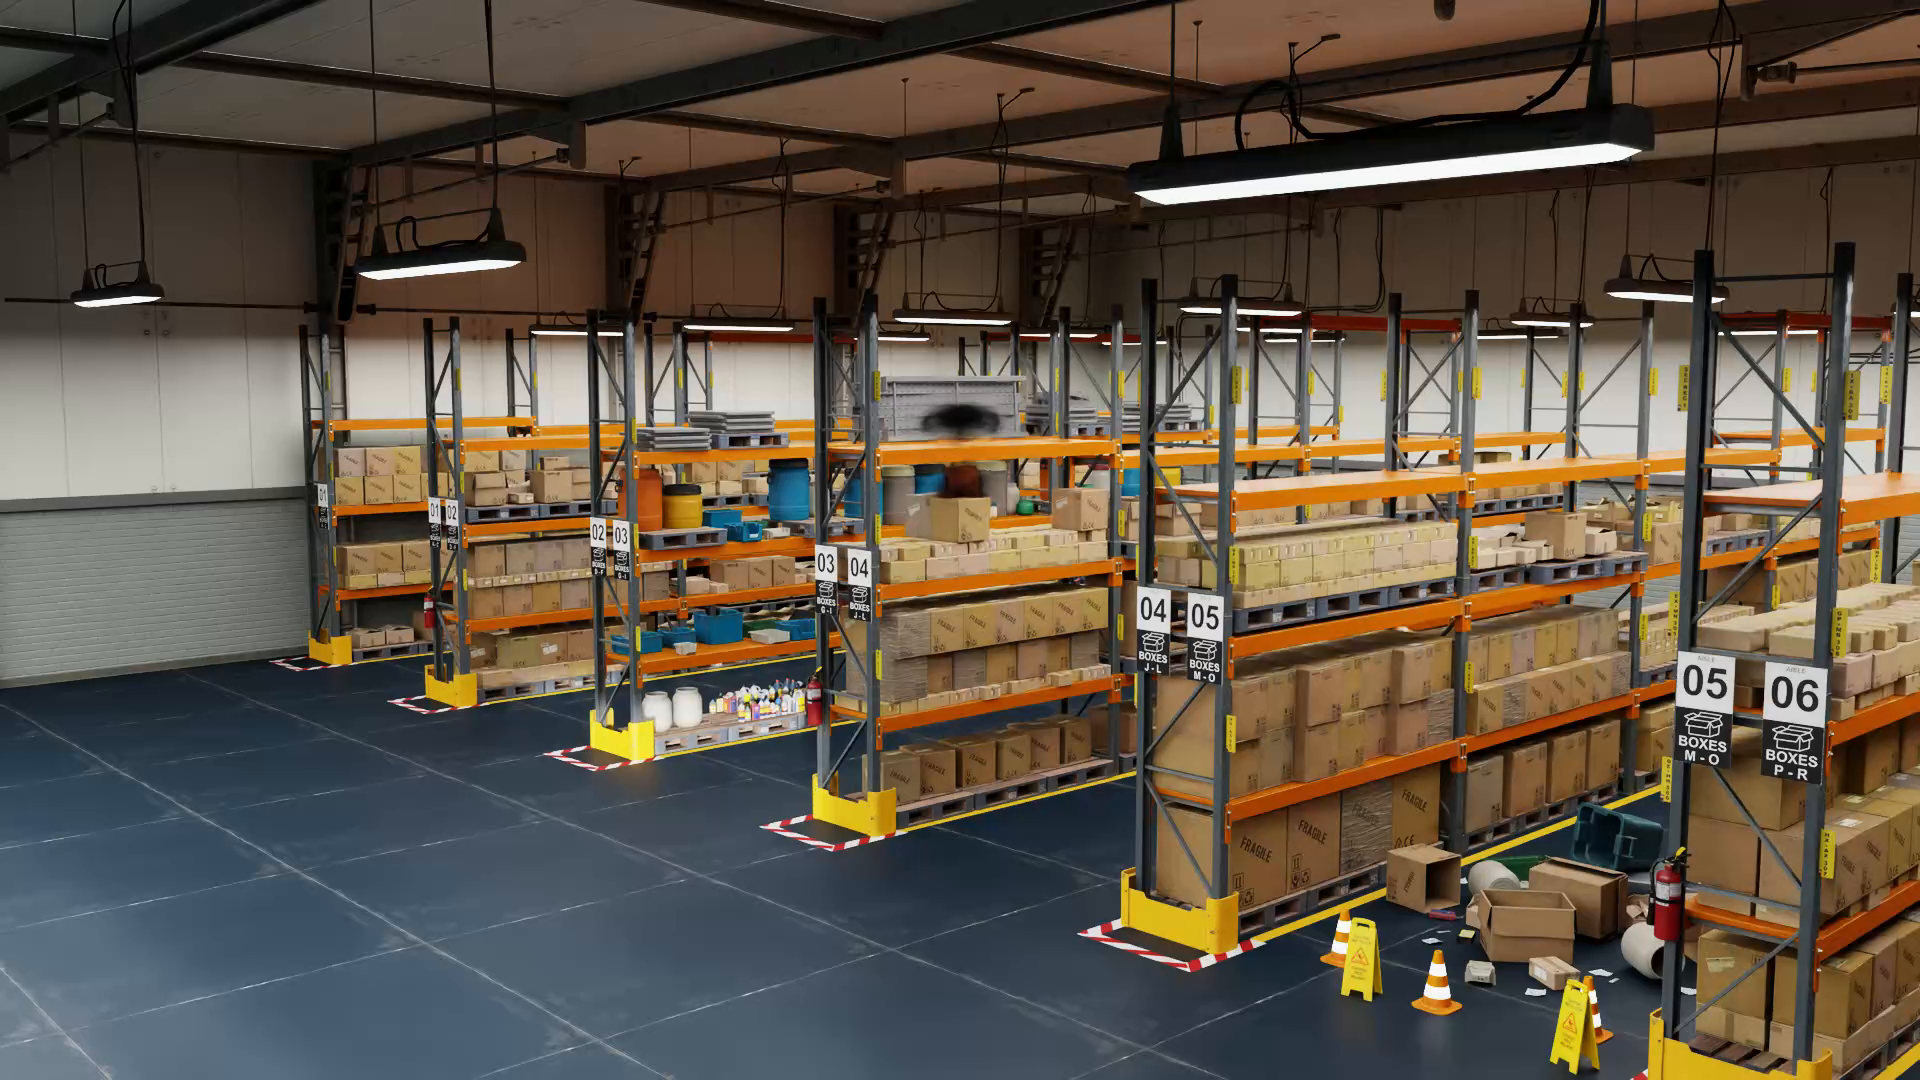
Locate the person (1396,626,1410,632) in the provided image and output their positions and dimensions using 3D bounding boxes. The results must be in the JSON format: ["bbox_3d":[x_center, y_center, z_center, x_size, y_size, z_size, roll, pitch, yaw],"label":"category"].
[{"bbox_3d":[5.868,2.041,22.303,0.673,1.789,0.725,4,7,36],"label":"person"}]

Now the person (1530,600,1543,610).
[{"bbox_3d":[9.009,1.699,25.922,0.675,1.735,0.676,4,7,36],"label":"person"}]
